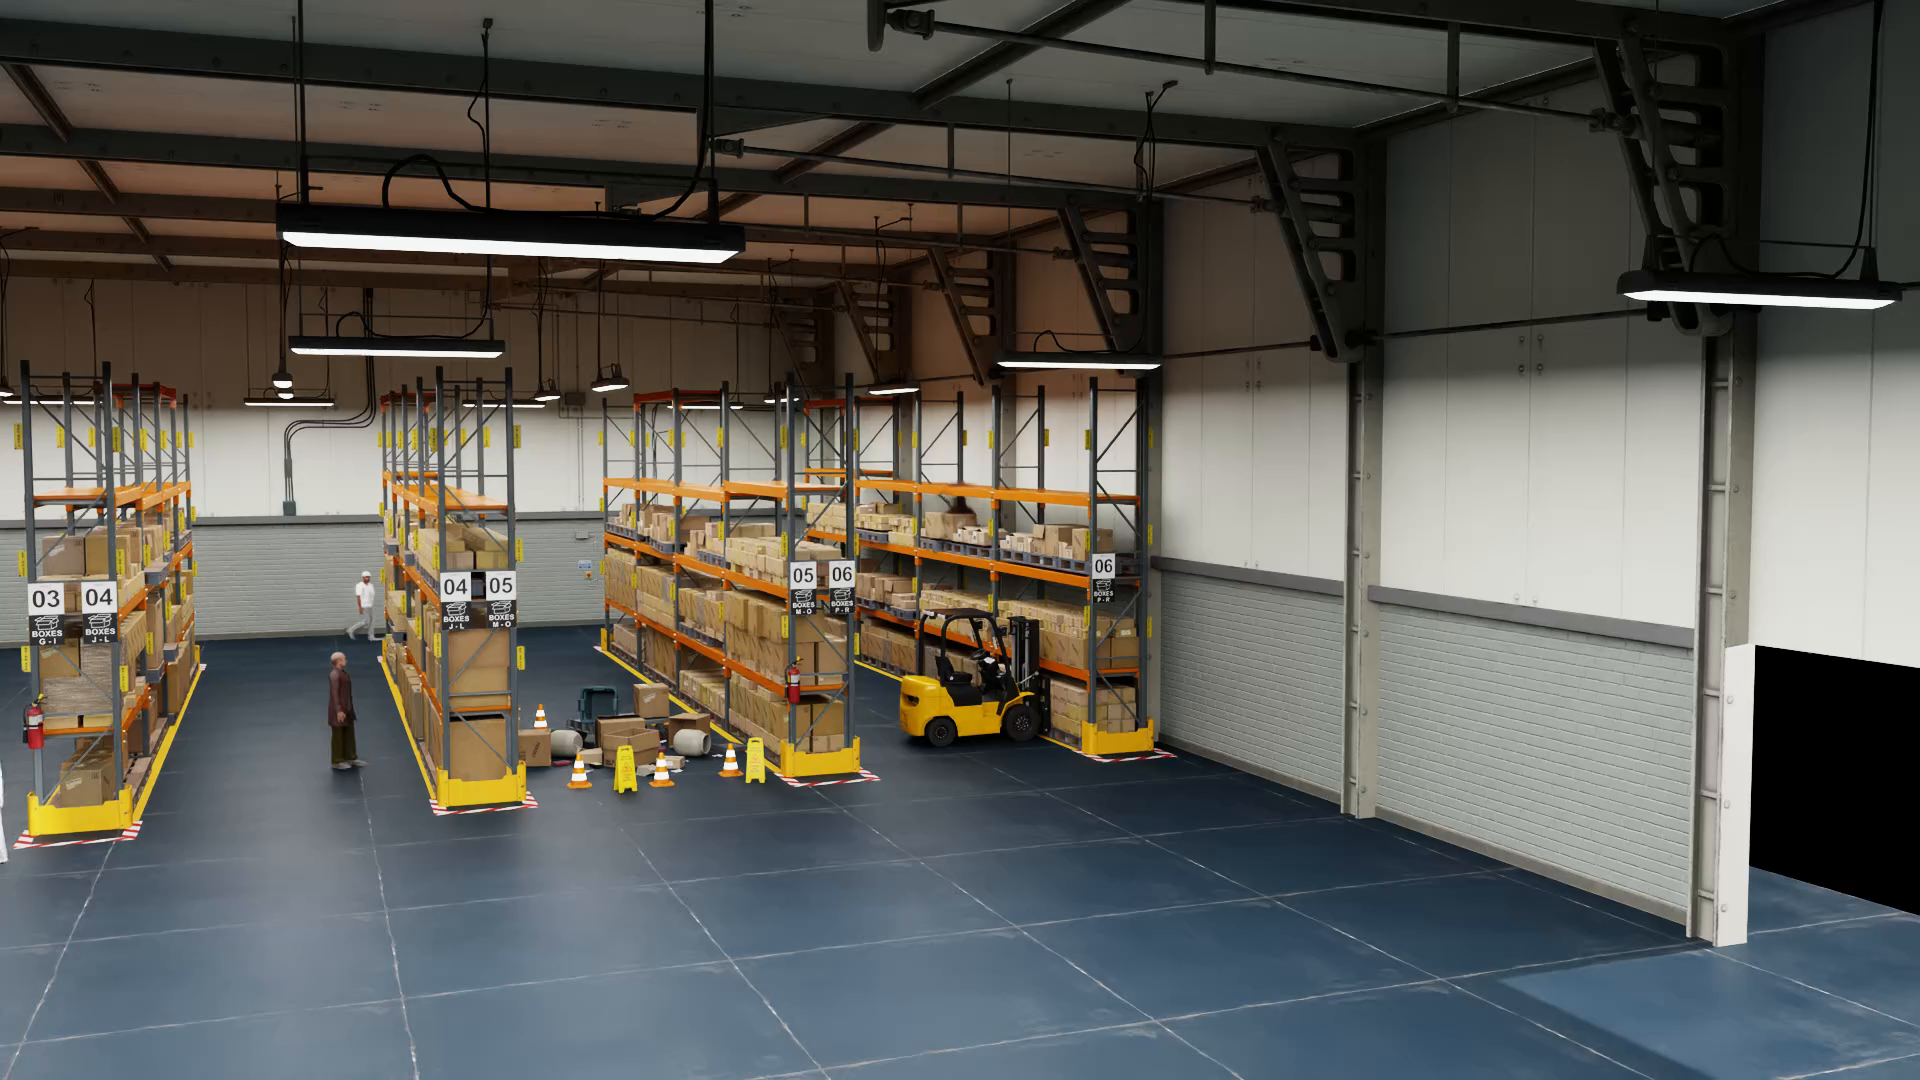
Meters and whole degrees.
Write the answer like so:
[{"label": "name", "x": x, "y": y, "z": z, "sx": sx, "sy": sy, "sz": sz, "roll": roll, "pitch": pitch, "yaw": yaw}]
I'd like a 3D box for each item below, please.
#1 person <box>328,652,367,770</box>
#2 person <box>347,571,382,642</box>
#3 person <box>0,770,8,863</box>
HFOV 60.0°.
[{"label": "person", "x": -9.393, "y": 2.696, "z": 25.361, "sx": 0.491, "sy": 1.580, "sz": 0.642, "roll": 0, "pitch": 3, "yaw": 5}, {"label": "person", "x": -14.751, "y": 1.643, "z": 41.175, "sx": 0.771, "sy": 1.755, "sz": 0.599, "roll": 0, "pitch": 3, "yaw": -2}, {"label": "person", "x": -11.463, "y": 2.992, "z": 19.488, "sx": 0.490, "sy": 1.710, "sz": 0.476, "roll": -1, "pitch": 4, "yaw": -18}]
